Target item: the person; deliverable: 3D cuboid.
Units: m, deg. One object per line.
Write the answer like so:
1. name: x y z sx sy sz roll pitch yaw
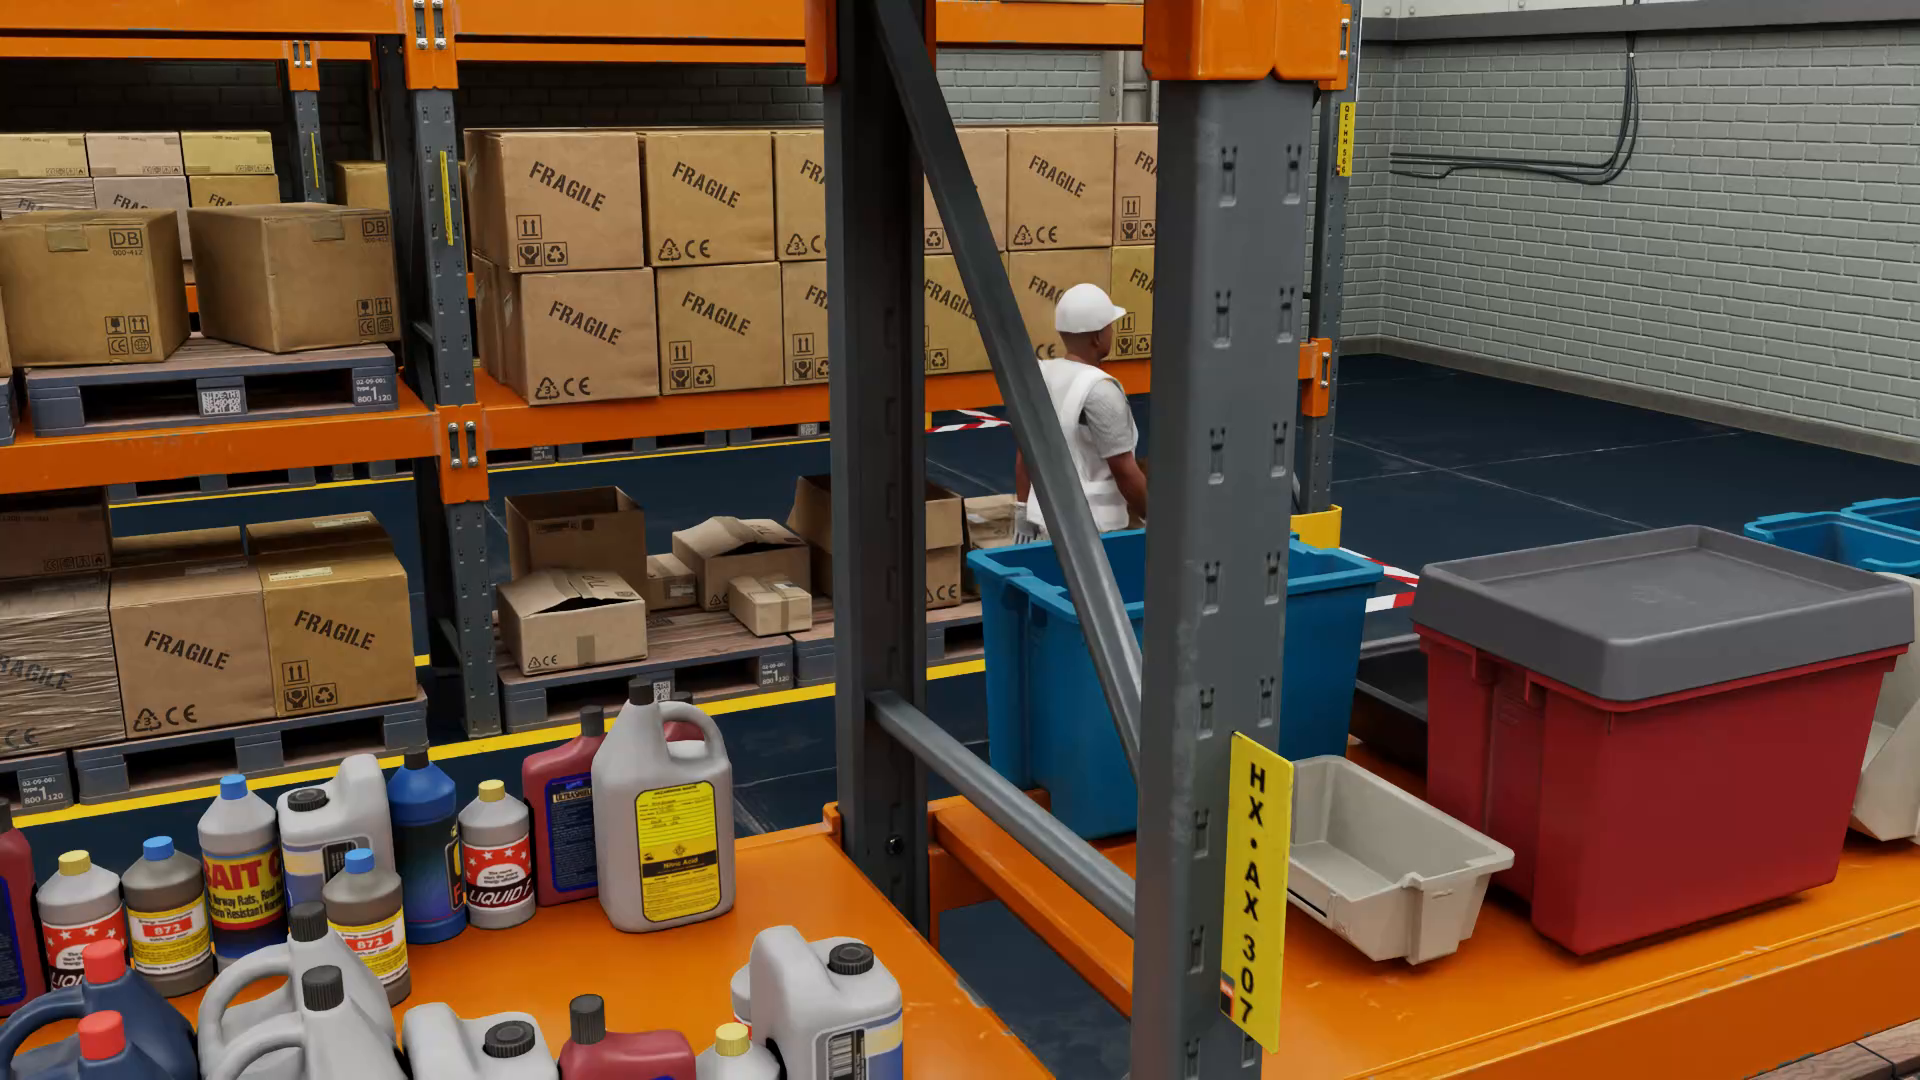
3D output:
1. person: 0.536 -0.079 6.220 0.924 1.759 0.566 -7 16 -23
